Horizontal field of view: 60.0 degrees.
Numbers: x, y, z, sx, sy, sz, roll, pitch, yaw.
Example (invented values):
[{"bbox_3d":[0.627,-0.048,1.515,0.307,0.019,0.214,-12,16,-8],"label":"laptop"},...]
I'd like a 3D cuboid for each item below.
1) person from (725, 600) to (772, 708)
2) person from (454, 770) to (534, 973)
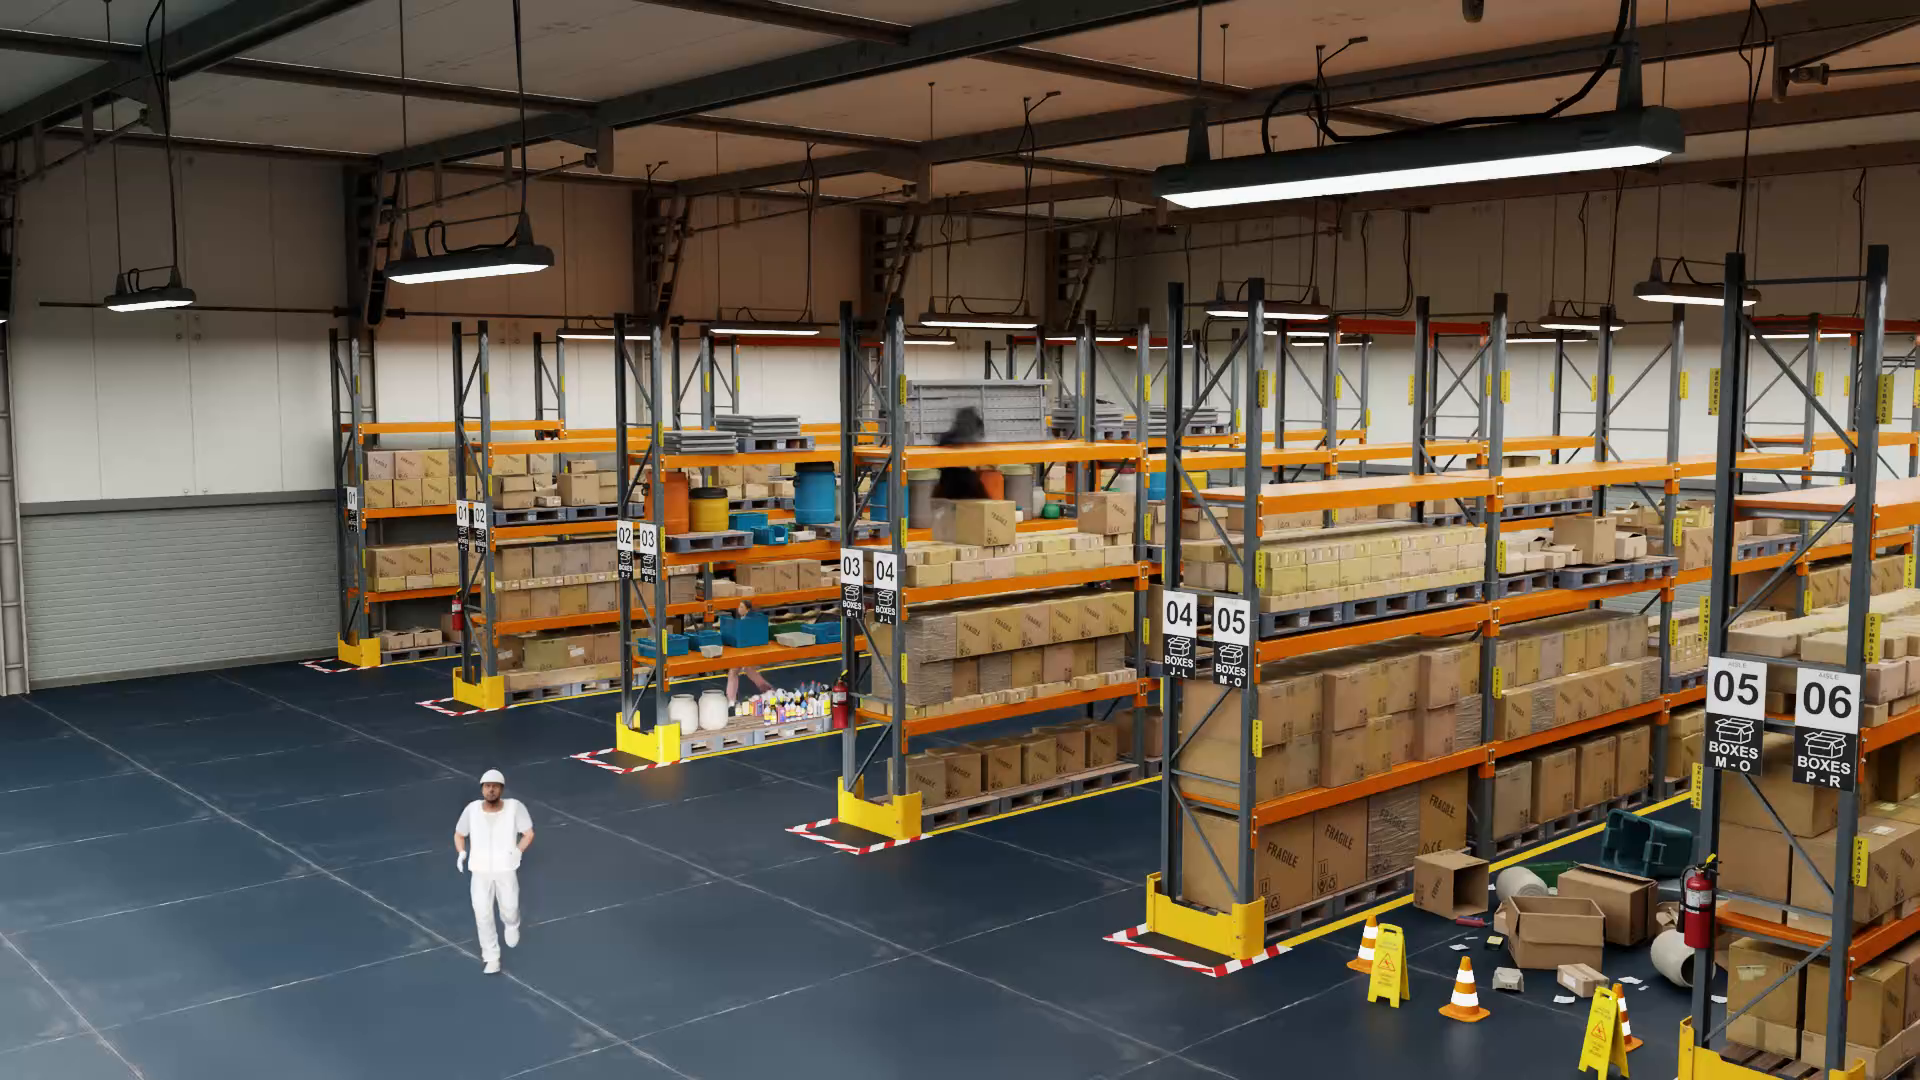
[{"bbox_3d":[-3.341,1.755,25.857,0.573,1.659,0.964,5,8,42],"label":"person"},{"bbox_3d":[-4.079,2.866,14.556,0.685,1.735,0.675,-1,6,-9],"label":"person"}]
